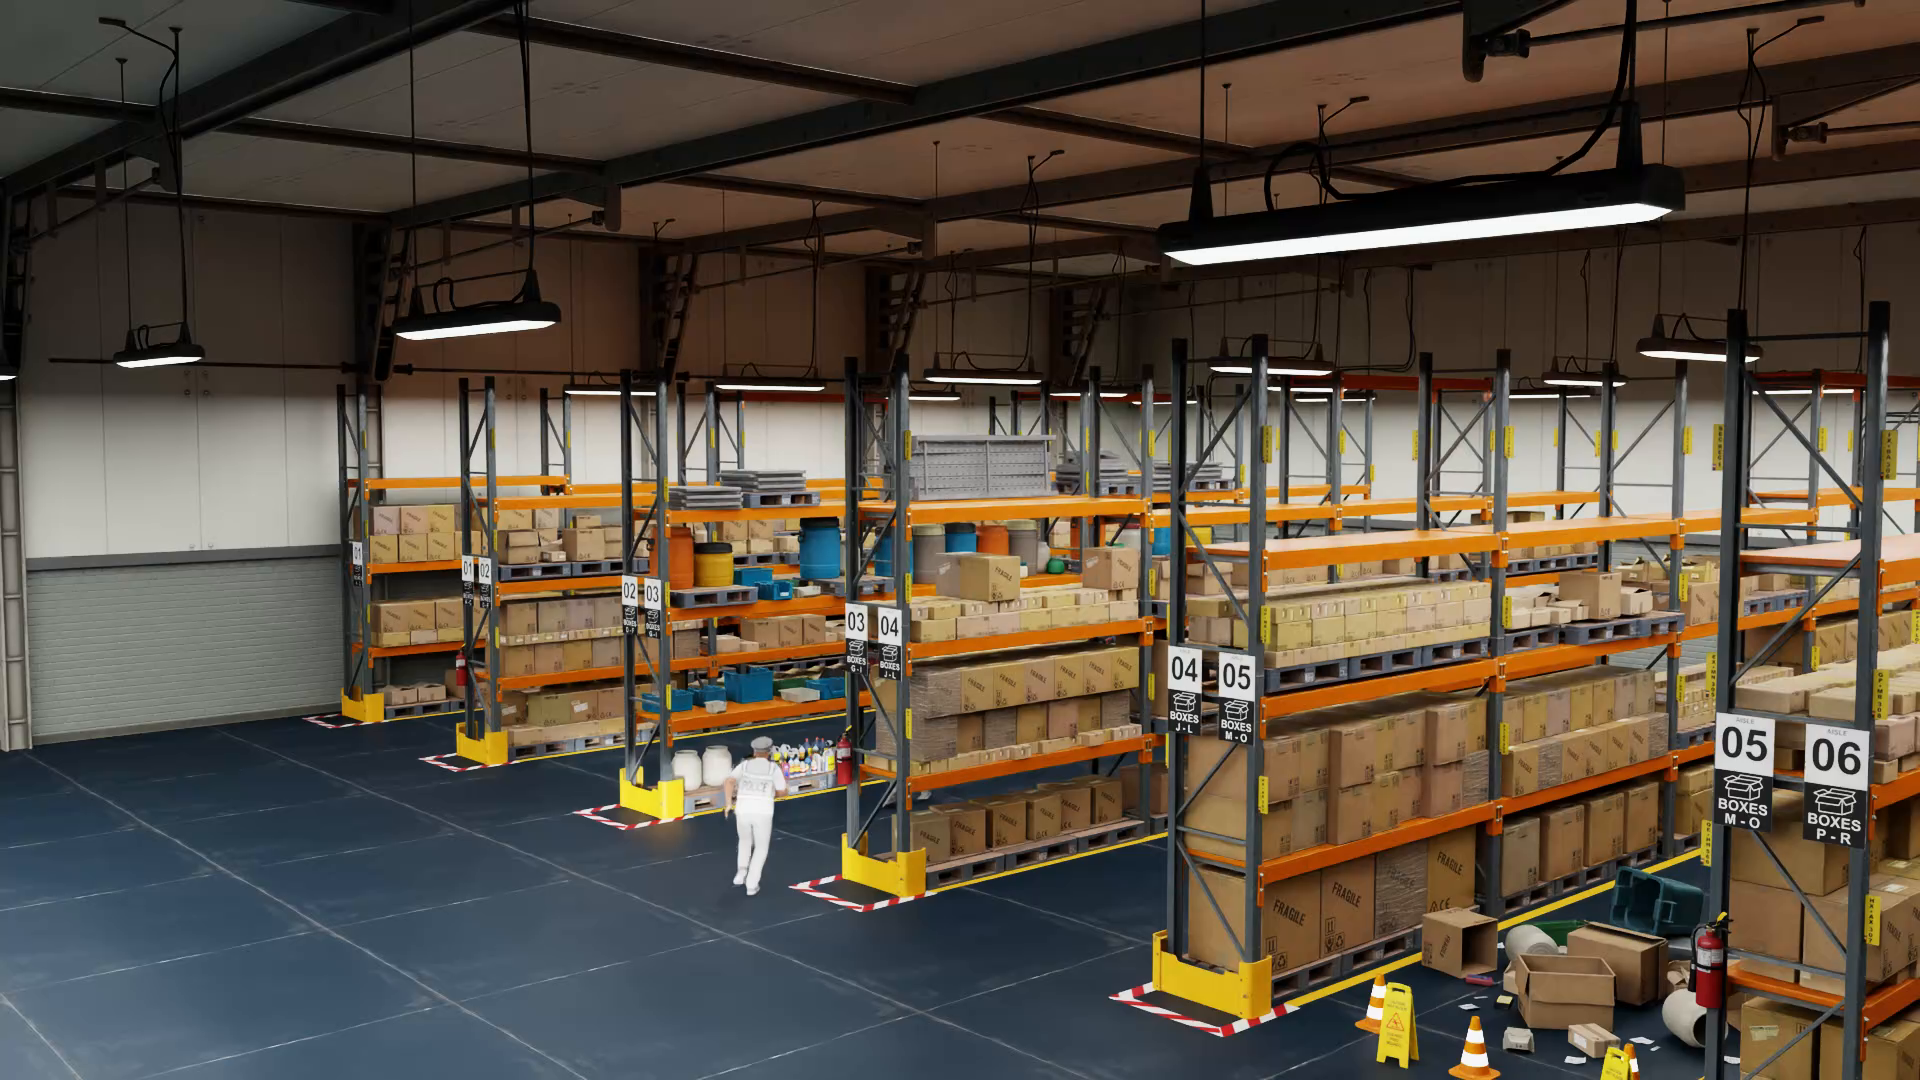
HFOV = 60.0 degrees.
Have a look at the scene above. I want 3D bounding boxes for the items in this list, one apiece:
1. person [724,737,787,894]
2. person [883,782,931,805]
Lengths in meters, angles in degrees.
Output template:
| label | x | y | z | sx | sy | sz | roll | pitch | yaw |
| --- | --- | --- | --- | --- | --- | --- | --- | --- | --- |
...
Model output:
| label | x | y | z | sx | sy | sz | roll | pitch | yaw |
| --- | --- | --- | --- | --- | --- | --- | --- | --- | --- |
| person | -2.315 | 3.092 | 18.876 | 0.672 | 1.667 | 0.884 | 1 | 4 | 10 |
| person | -0.763 | 2.815 | 22.985 | 0.514 | 1.634 | 0.926 | 3 | 5 | 41 |
